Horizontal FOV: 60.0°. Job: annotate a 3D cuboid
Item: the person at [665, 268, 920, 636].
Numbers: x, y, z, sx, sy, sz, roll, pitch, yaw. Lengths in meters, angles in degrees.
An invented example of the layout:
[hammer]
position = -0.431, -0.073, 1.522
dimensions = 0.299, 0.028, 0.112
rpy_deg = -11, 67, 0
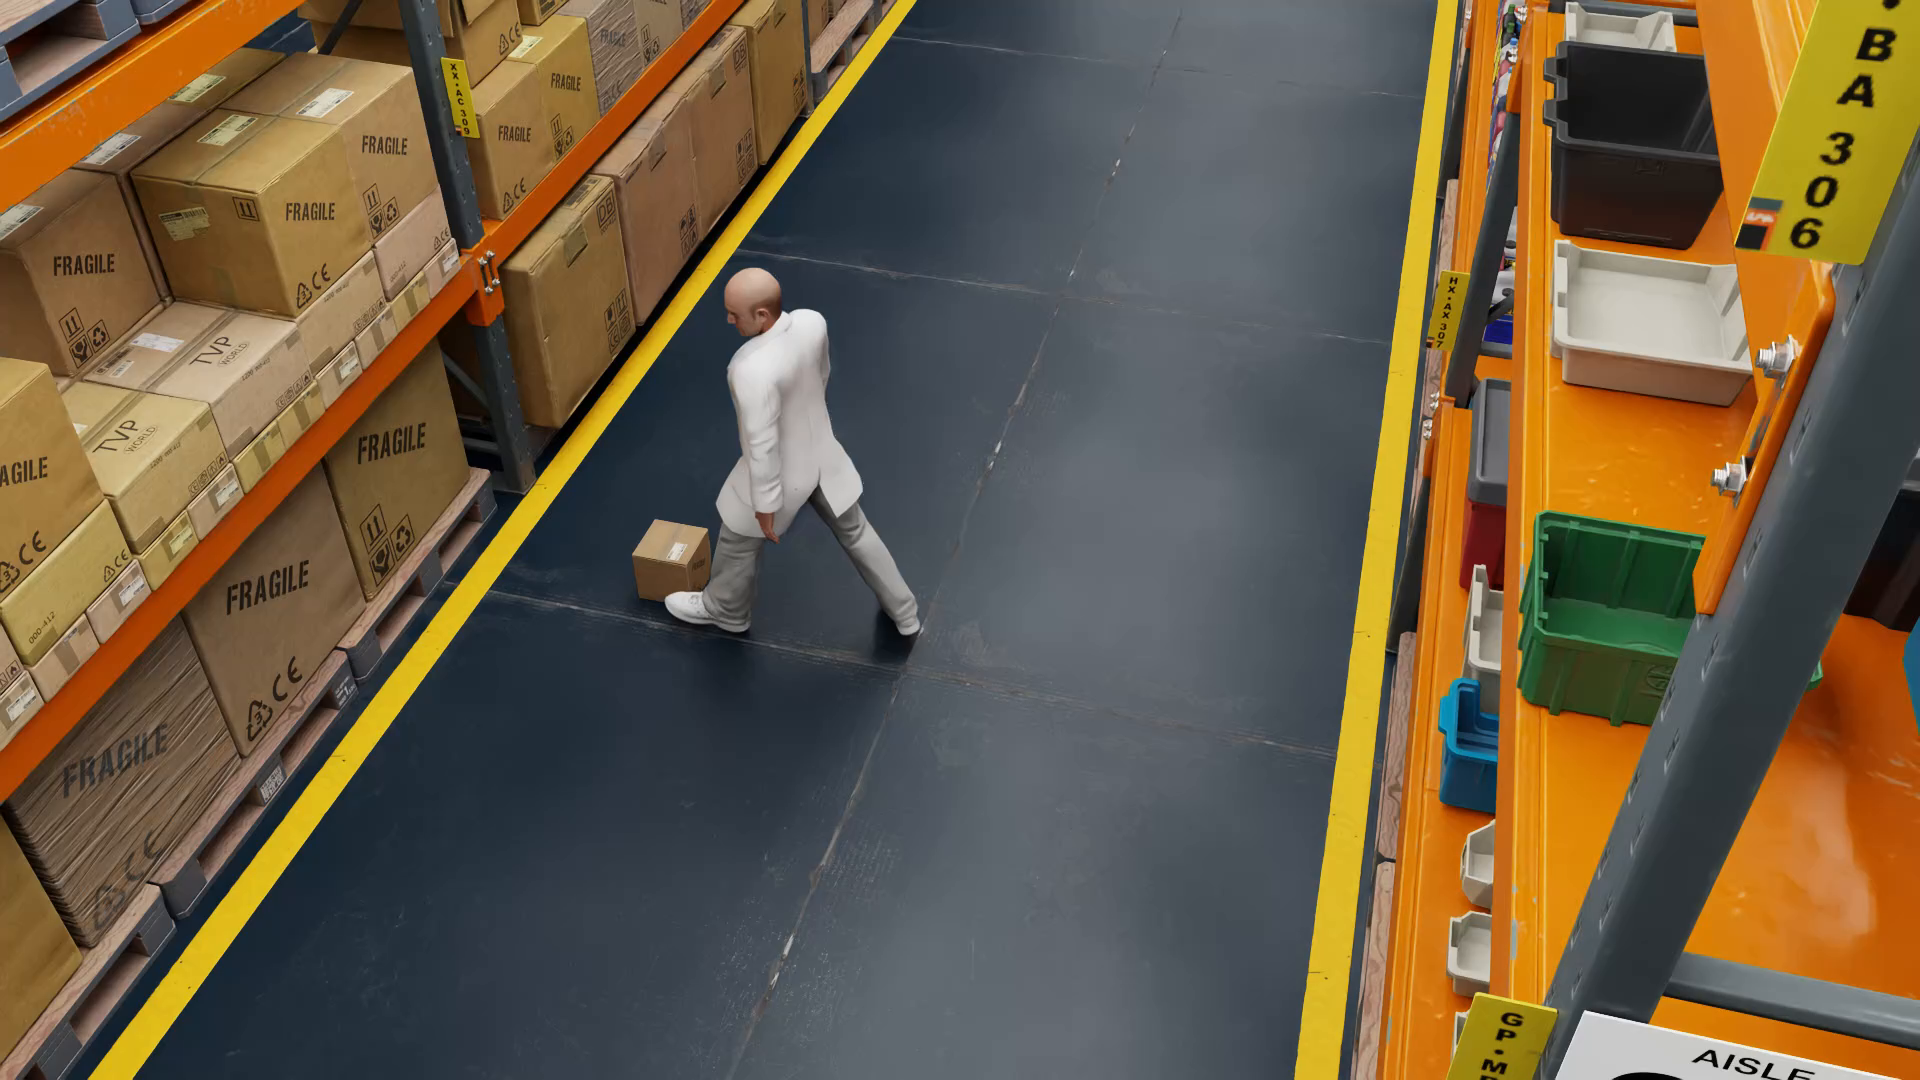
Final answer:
[person]
position = -0.663, -0.327, 6.558
dimensions = 0.998, 1.744, 0.704
rpy_deg = 23, 46, 25
